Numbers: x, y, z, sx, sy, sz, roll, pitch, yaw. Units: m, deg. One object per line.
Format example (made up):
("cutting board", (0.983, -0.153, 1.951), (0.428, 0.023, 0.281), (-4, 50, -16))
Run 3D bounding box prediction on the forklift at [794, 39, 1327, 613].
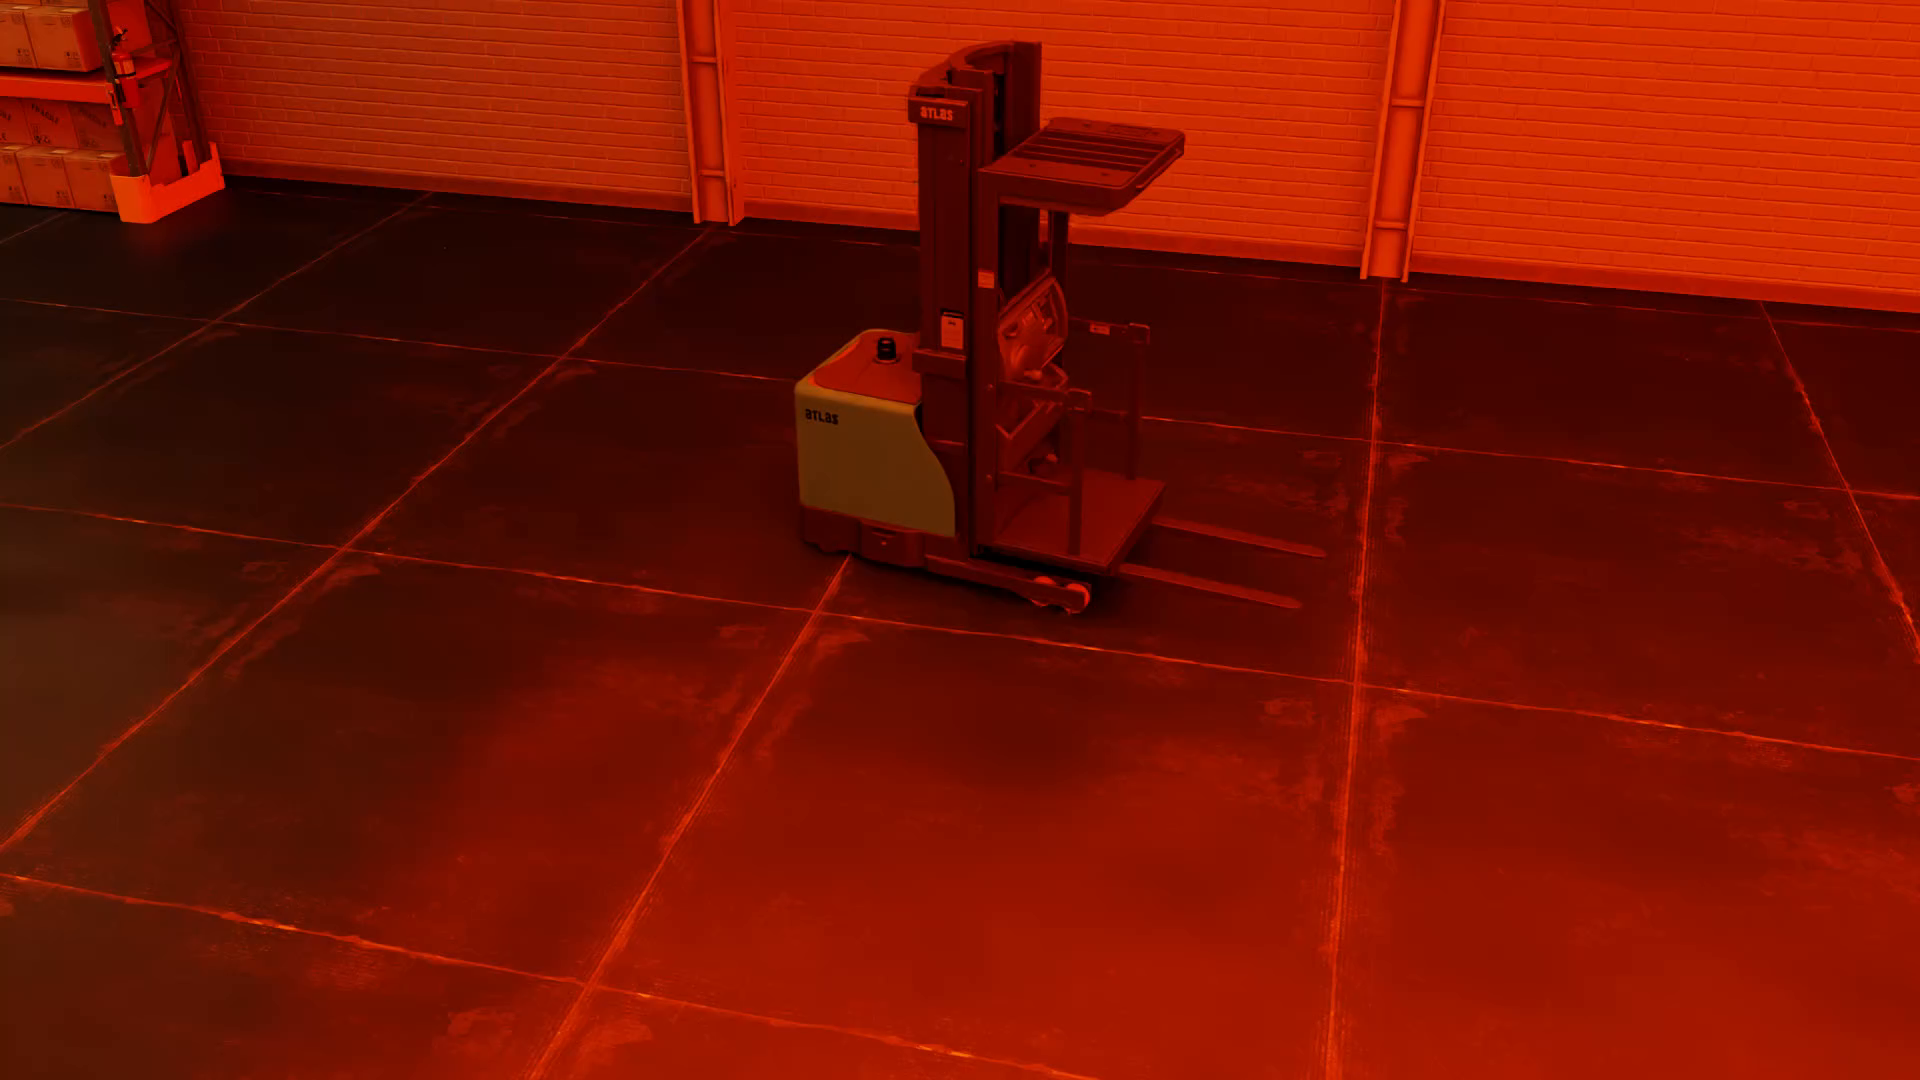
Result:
("forklift", (0.590, -1.159, 9.215), (3.031, 2.935, 1.130), (12, 32, 20))
